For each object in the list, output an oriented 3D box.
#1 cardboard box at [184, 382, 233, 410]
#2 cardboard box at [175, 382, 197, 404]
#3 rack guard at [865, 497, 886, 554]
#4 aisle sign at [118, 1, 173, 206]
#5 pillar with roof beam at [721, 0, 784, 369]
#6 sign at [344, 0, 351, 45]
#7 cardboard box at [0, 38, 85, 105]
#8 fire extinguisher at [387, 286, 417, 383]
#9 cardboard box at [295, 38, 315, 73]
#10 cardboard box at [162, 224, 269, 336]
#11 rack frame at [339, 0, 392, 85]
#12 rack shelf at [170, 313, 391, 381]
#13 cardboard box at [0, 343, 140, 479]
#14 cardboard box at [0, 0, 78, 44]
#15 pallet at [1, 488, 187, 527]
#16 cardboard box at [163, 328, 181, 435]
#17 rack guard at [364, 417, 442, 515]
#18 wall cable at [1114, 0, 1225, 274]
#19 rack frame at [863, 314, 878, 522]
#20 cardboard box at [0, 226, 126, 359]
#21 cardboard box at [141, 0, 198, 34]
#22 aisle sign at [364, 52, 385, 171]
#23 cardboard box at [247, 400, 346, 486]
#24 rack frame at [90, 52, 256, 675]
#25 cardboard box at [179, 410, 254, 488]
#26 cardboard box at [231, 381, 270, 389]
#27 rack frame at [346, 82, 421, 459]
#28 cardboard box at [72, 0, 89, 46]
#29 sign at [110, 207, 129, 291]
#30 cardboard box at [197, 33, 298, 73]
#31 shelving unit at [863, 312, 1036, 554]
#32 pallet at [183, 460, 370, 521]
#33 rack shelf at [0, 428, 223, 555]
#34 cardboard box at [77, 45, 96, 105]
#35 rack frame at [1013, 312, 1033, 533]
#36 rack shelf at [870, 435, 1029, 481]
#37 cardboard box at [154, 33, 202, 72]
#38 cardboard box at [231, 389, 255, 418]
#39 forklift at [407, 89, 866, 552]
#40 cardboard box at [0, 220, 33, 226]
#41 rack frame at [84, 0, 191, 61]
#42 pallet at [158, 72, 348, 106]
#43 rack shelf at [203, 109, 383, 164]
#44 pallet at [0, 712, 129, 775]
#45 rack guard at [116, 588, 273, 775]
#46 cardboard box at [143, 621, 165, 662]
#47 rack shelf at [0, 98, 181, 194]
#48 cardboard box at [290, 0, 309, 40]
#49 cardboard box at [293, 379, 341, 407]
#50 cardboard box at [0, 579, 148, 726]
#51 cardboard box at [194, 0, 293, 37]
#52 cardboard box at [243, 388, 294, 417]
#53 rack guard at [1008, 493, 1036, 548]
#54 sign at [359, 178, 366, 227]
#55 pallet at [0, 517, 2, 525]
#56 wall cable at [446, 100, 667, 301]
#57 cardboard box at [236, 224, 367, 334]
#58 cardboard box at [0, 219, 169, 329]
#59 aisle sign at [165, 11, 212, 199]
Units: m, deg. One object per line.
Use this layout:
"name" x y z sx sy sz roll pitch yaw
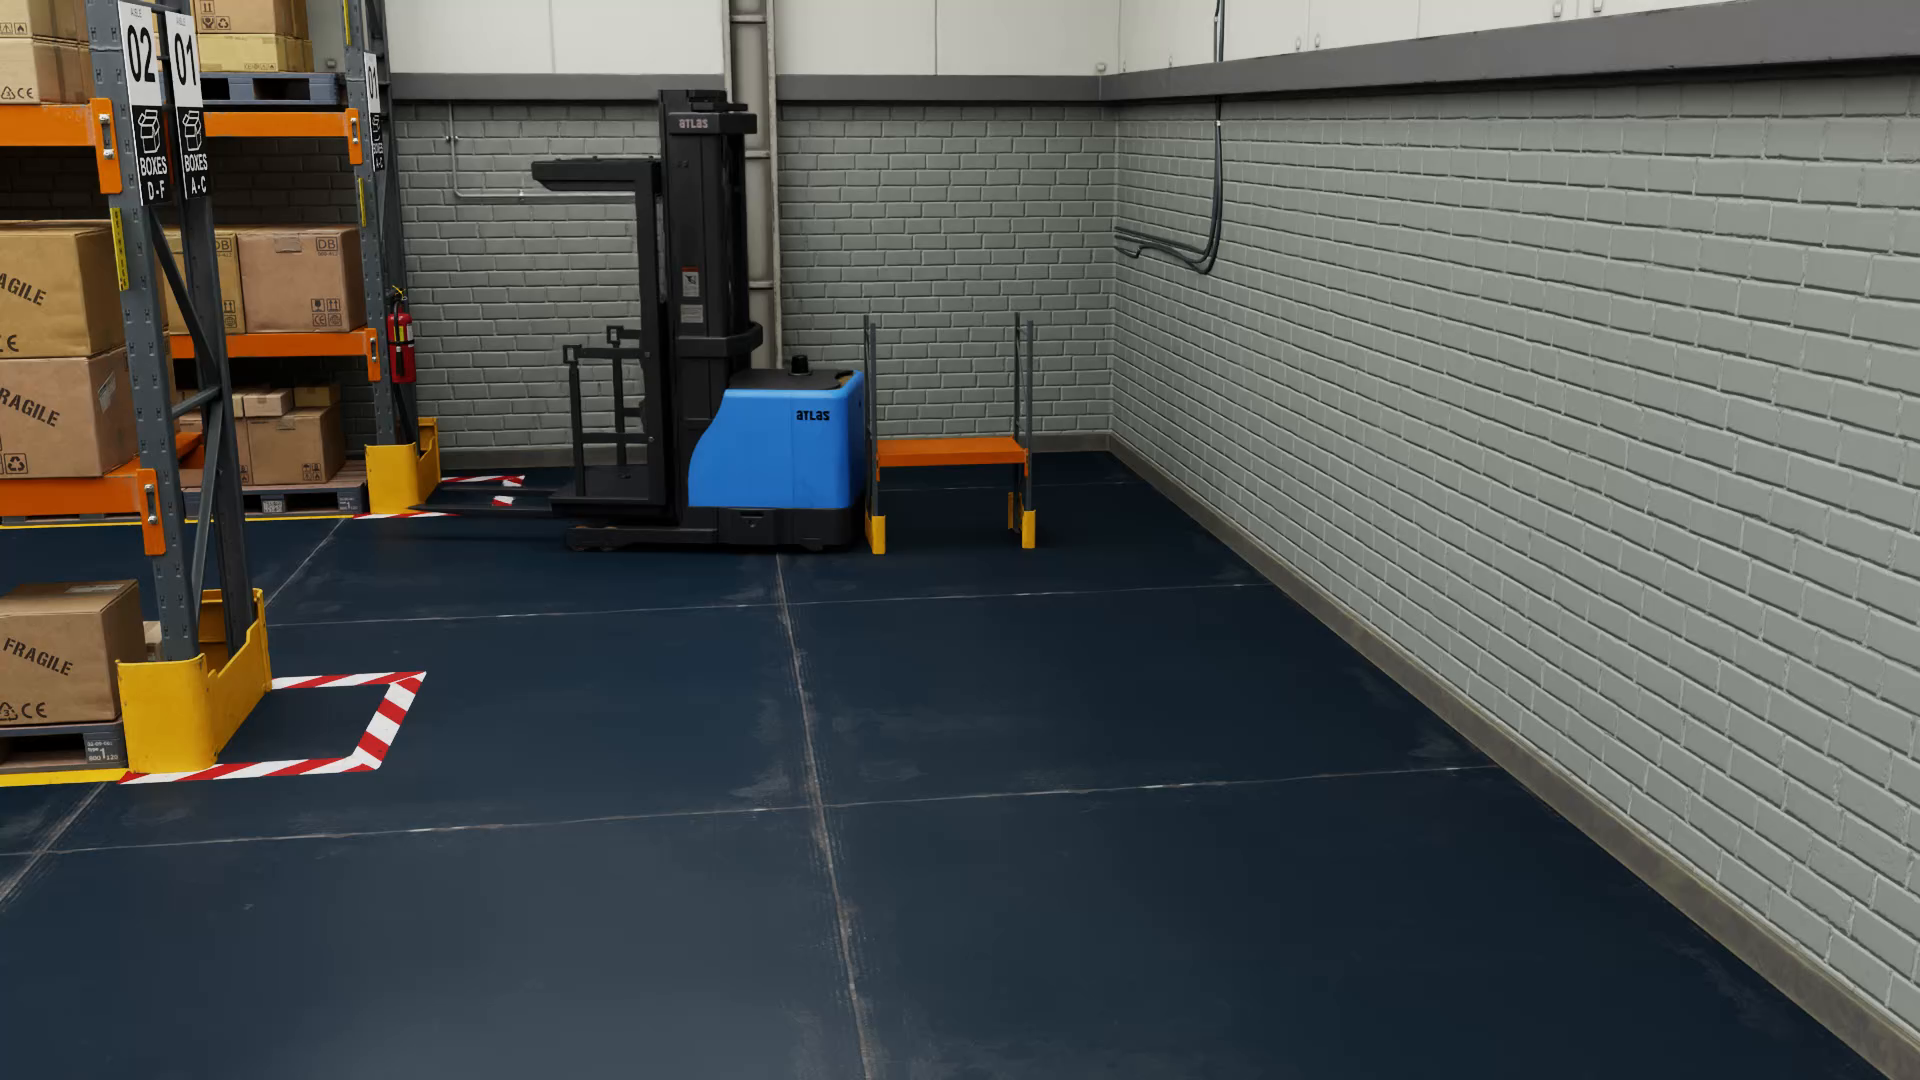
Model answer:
"cardboard box" -5.517 -1.062 12.234 0.250 0.149 0.380 -2 14 -8
"cardboard box" -5.768 -1.053 12.196 0.250 0.149 0.380 -2 14 -8
"rack guard" -0.568 -0.100 11.108 0.087 0.250 0.587 -2 14 -8
"aisle sign" -3.330 -1.779 6.806 0.004 0.787 0.394 -2 14 -8
"pillar with roof beam" -1.003 -3.961 8.518 0.400 9.000 9.100 -2 14 -8
"sign" -4.118 -3.496 11.171 0.005 0.325 0.100 -2 14 -8
"cardboard box" -3.912 -1.890 6.732 0.500 0.250 0.500 -2 14 -8
"fire extinguisher" -3.967 -1.457 11.791 0.183 0.674 0.296 -2 14 -8
"cardboard box" -4.944 -3.448 11.877 0.500 0.250 0.500 -1 14 -5
"cardboard box" -5.406 -1.876 11.921 0.700 0.700 0.980 -2 14 -9
"rack frame" -4.185 -4.691 11.427 0.127 3.000 1.000 -2 14 -8
"rack shelf" -6.163 -1.359 11.955 4.000 0.370 1.077 -2 14 -8
"cardboard box" -3.846 -0.556 7.068 0.500 0.500 0.500 -2 14 -7
"cardboard box" -3.914 -2.134 6.680 0.500 0.250 0.500 -2 14 -8
"pallet" -6.168 -0.337 12.132 1.213 0.211 1.003 -2 14 -8
"cardboard box" -3.922 -0.685 7.583 0.500 0.500 0.500 -2 14 -7
"rack guard" -4.161 -0.569 12.464 0.348 0.500 1.175 -2 14 -8
"wall cable" 1.461 -3.304 12.279 0.112 2.526 3.097 -2 14 -8
"rack frame" -0.587 -0.706 10.954 0.032 1.500 0.500 -2 14 -8
"cardboard box" -3.843 -1.041 6.944 0.500 0.500 0.500 -2 14 -9
"cardboard box" -5.365 -3.671 11.226 0.500 0.500 0.500 -2 14 -7
"aisle sign" -4.069 -2.972 11.563 0.004 0.787 0.394 -2 14 -8
"cardboard box" -4.862 -0.723 12.213 0.500 0.500 0.700 -2 14 -8
"rack frame" -3.443 -0.589 7.406 0.127 3.000 1.000 -2 14 -8
"cardboard box" -5.357 -0.705 12.140 0.500 0.500 0.700 -2 14 -8
"cardboard box" -5.269 -1.071 12.270 0.250 0.149 0.380 -2 14 -8
"rack frame" -4.185 -1.781 12.157 0.127 3.000 1.000 -2 14 -8
"cardboard box" -3.990 -2.258 7.174 0.500 0.250 0.500 -2 14 -8
"sign" -3.381 -1.170 6.691 0.005 0.325 0.100 -2 14 -8
"cardboard box" -4.870 -3.325 11.386 0.500 0.250 0.500 -2 14 -7
"shelving unit" -0.075 -0.725 11.028 1.083 1.500 0.587 -2 14 -8
"pallet" -4.964 -0.381 12.305 1.213 0.211 1.003 -2 14 -8
"rack shelf" -5.421 -0.168 7.205 4.000 0.370 1.077 -2 14 -8
"cardboard box" -3.989 -2.014 7.229 0.500 0.250 0.500 -2 14 -8
"rack frame" 0.418 -0.743 11.101 0.032 1.500 0.500 -2 14 -8
"rack shelf" -0.084 -0.550 11.071 1.000 0.185 0.538 -2 14 -8
"cardboard box" -5.384 -3.306 11.310 0.500 0.250 0.500 -3 14 -10
"cardboard box" -5.215 -0.979 11.903 0.250 0.149 0.380 -2 14 -7
"forklift" -2.177 -1.472 11.067 3.031 2.935 1.130 1 14 4
"cardboard box" -4.437 -1.150 7.378 0.500 0.500 0.500 -2 14 -8
"rack frame" -3.443 -3.499 6.676 0.127 3.000 1.000 -2 14 -8
"pallet" -4.917 -3.163 11.685 1.213 0.211 1.003 -2 14 -8
"rack shelf" -6.163 -2.814 11.590 4.000 0.370 1.077 -2 14 -8
"pallet" -4.307 0.795 7.618 1.213 0.211 1.003 -2 14 -8
"rack guard" -3.519 0.626 7.699 0.348 0.500 1.175 -2 14 -8
"cardboard box" -3.909 0.512 7.968 0.250 0.149 0.380 -2 14 -8
"rack shelf" -5.421 -1.623 6.840 4.000 0.370 1.077 -2 14 -8
"cardboard box" -4.943 -3.811 11.782 0.500 0.500 0.500 -3 14 -10
"cardboard box" -4.769 -1.090 12.344 0.250 0.149 0.380 -2 14 -8
"cardboard box" -3.944 0.489 7.342 0.500 0.500 0.500 -2 14 -8
"cardboard box" -4.868 -3.687 11.288 0.500 0.500 0.500 -2 14 -8
"cardboard box" -4.962 -0.989 11.940 0.250 0.149 0.380 -2 14 -9
"rack guard" 0.417 -0.137 11.252 0.087 0.250 0.587 -2 14 -8
"sign" -4.118 -2.326 11.465 0.005 0.325 0.100 -2 14 -8
"pallet" -7.377 -0.292 11.953 1.213 0.211 1.003 -2 14 -8
"wall cable" -3.060 -2.548 13.125 1.851 1.984 0.084 -2 14 -8
"cardboard box" -4.688 -1.906 12.037 0.700 0.700 0.980 -1 14 -6
"cardboard box" -3.922 -1.170 7.461 0.500 0.500 0.500 -2 14 -7
"aisle sign" -3.420 -1.924 7.381 0.004 0.787 0.394 -2 14 -8
